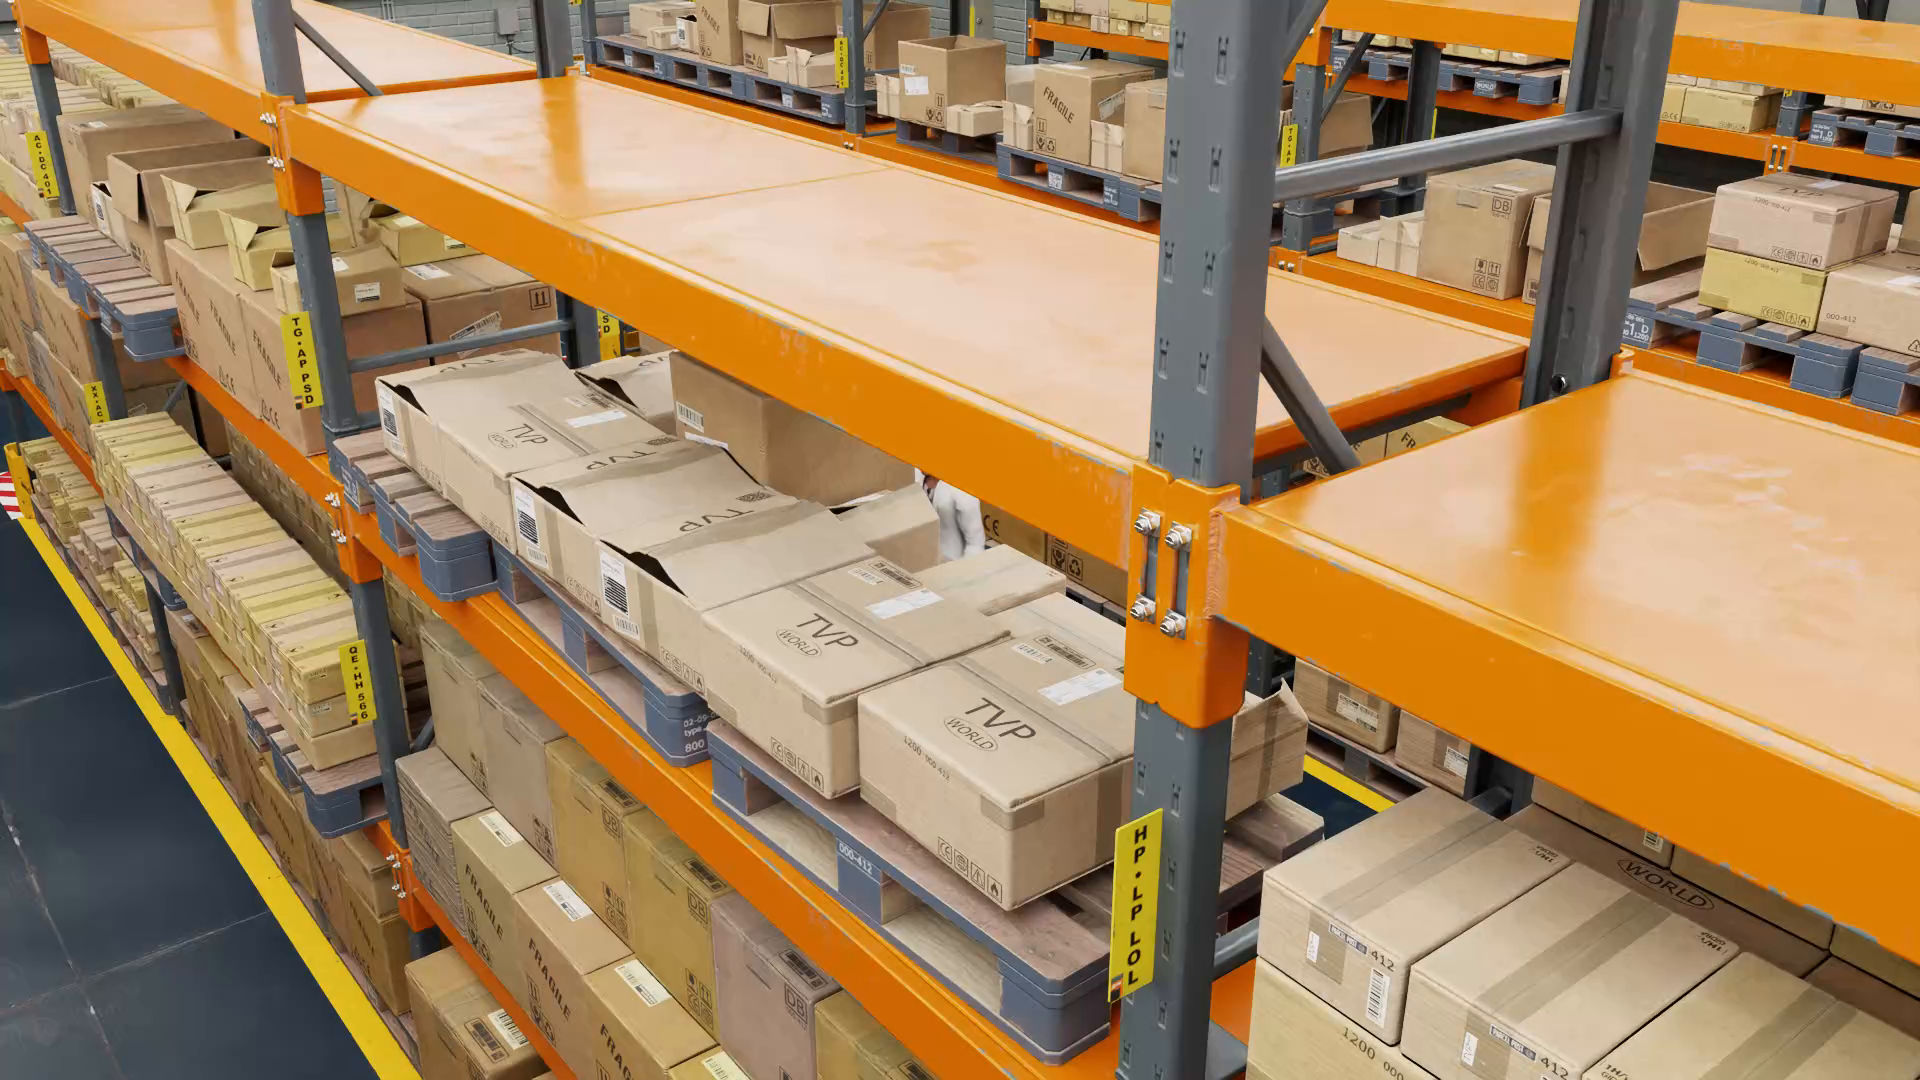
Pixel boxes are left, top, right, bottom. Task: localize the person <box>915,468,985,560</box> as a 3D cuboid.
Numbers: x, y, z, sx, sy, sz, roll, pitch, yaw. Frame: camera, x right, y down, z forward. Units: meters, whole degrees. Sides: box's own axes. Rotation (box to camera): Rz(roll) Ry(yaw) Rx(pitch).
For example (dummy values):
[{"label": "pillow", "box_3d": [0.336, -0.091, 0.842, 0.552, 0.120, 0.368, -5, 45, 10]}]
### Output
[{"label": "person", "box_3d": [-0.121, 0.183, 9.556, 0.419, 1.775, 0.655, -20, 31, -36]}]
